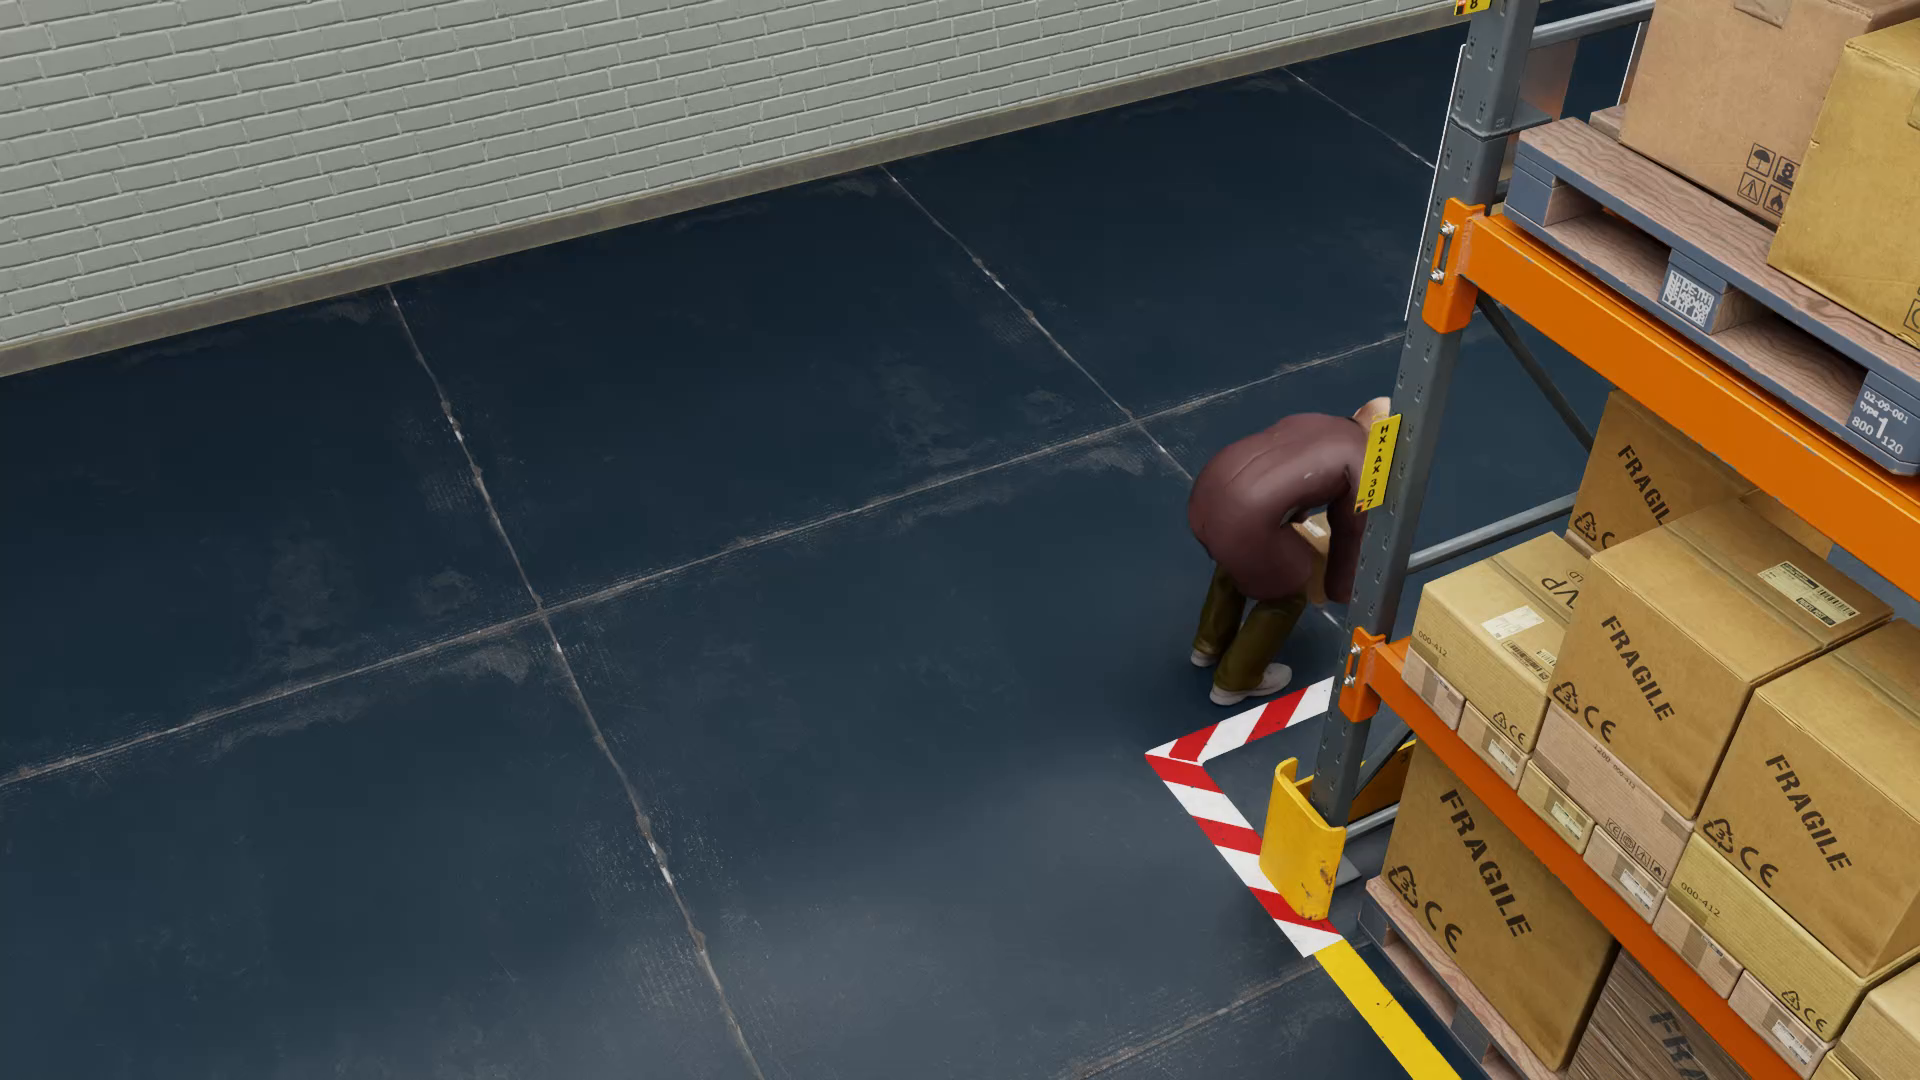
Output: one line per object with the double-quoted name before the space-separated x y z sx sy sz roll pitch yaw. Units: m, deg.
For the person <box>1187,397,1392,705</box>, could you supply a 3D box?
"person" 1.318 0.036 6.606 0.945 1.155 0.558 -20 45 -22
